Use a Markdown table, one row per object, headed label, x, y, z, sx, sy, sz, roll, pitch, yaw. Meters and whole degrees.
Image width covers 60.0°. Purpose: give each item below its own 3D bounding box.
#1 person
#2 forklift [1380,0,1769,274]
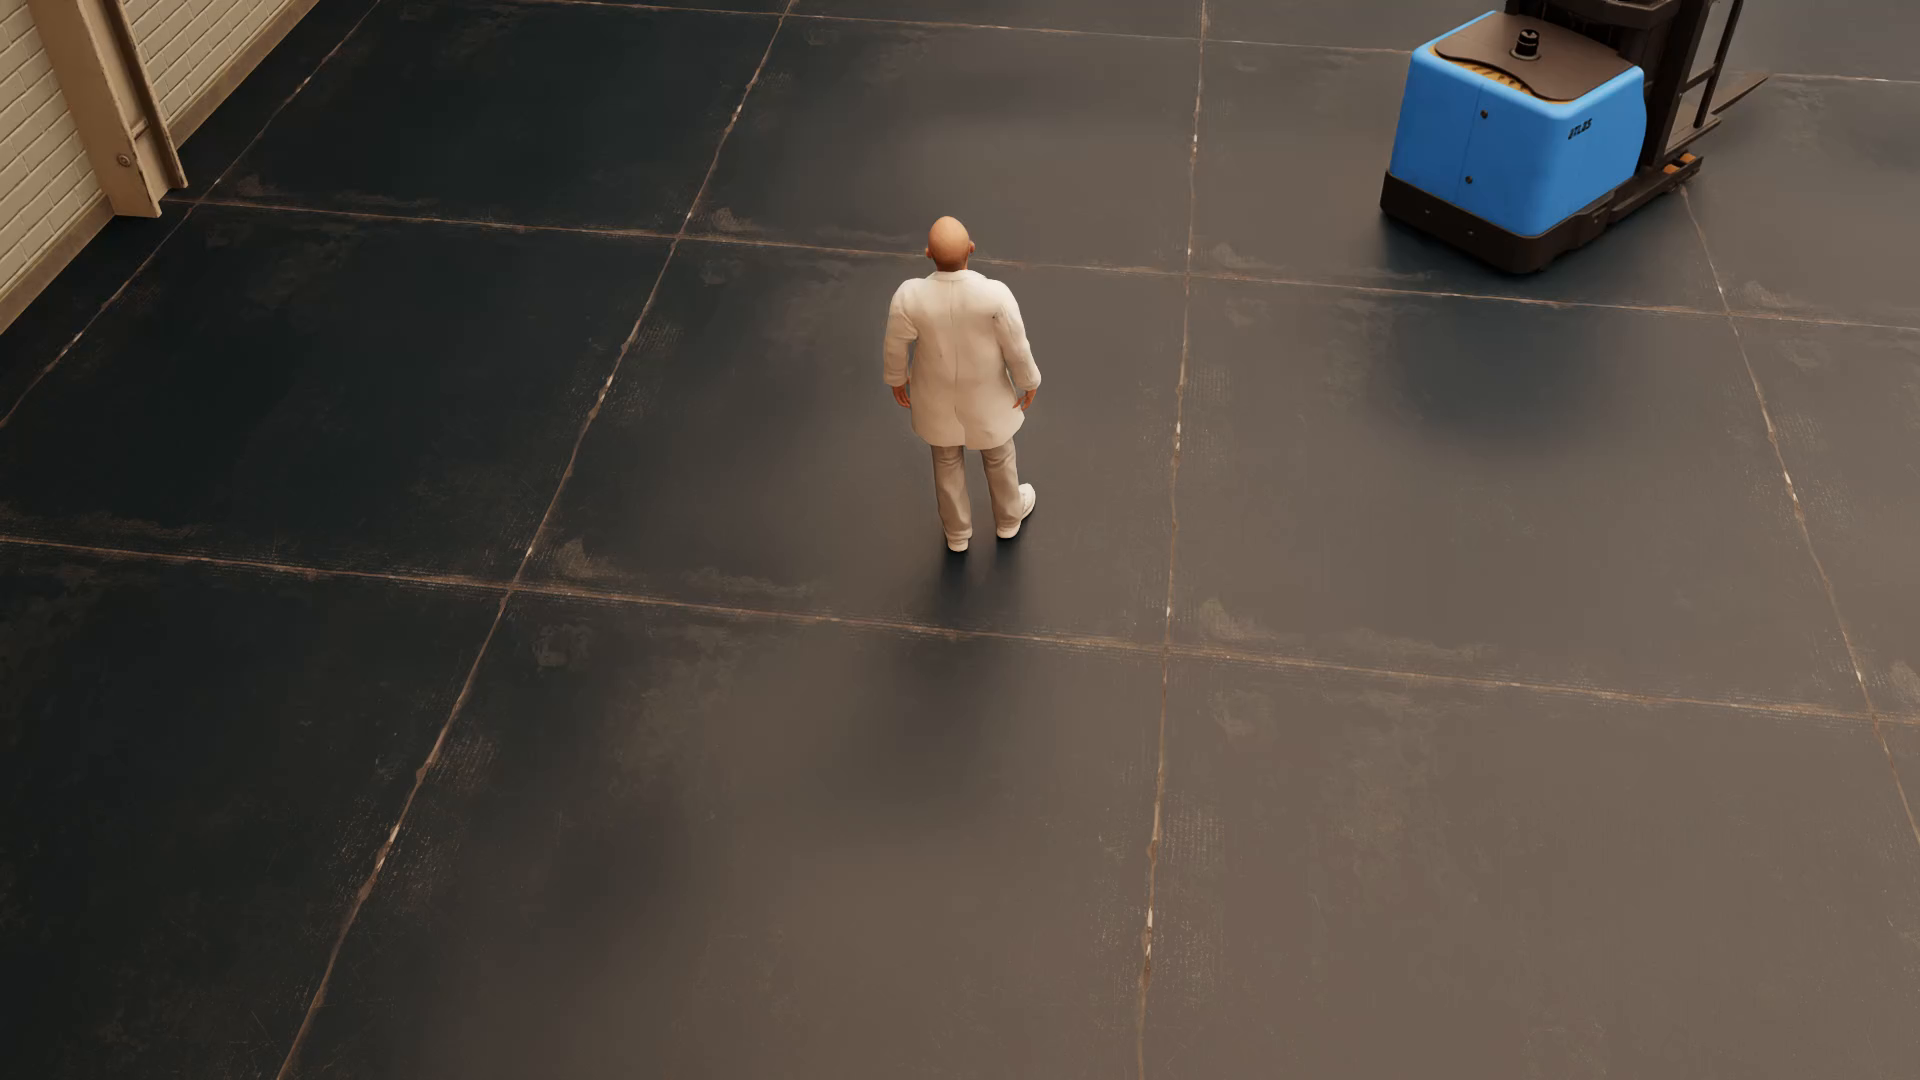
| label | x | y | z | sx | sy | sz | roll | pitch | yaw |
| --- | --- | --- | --- | --- | --- | --- | --- | --- | --- |
| person | 0.016 | -0.721 | 7.351 | 0.698 | 1.777 | 0.578 | 5 | 43 | 6 |
| forklift | 3.948 | -3.451 | 9.481 | 3.031 | 2.935 | 1.130 | -31 | 51 | -29 |
